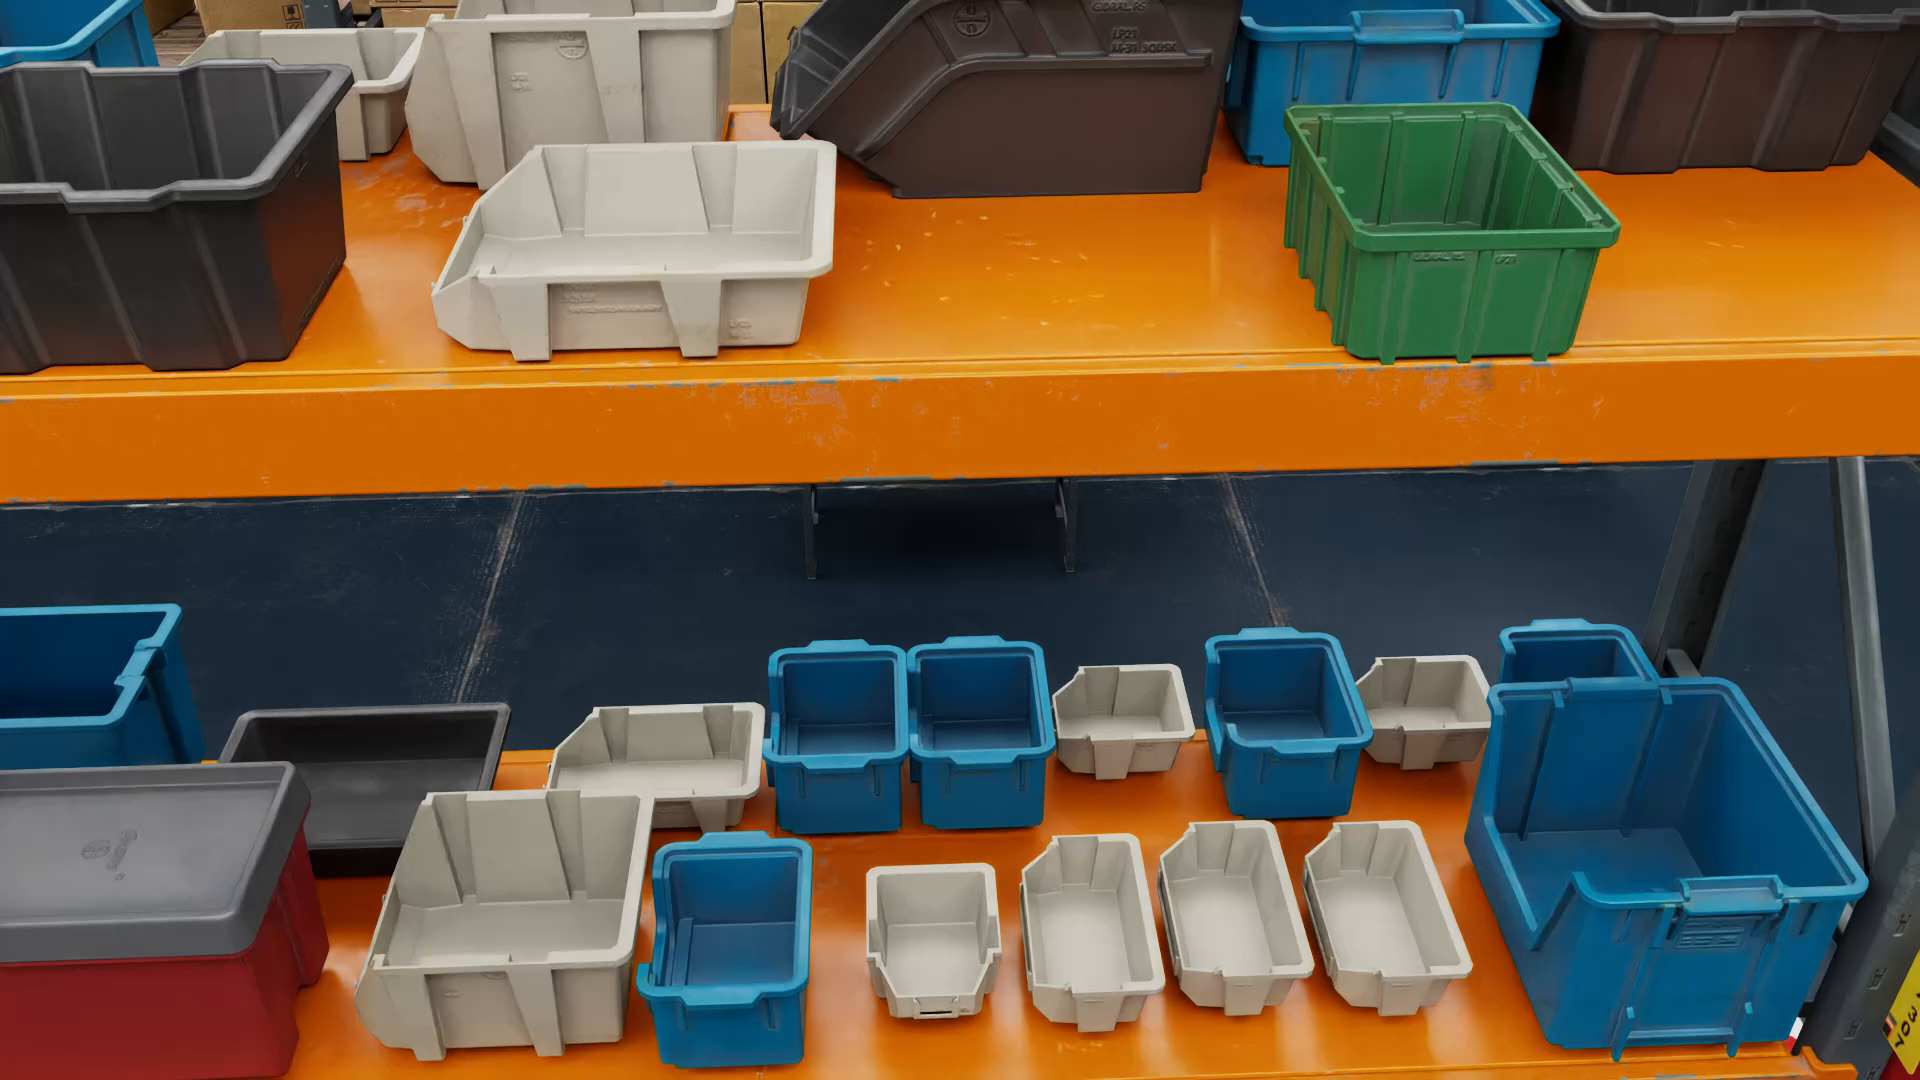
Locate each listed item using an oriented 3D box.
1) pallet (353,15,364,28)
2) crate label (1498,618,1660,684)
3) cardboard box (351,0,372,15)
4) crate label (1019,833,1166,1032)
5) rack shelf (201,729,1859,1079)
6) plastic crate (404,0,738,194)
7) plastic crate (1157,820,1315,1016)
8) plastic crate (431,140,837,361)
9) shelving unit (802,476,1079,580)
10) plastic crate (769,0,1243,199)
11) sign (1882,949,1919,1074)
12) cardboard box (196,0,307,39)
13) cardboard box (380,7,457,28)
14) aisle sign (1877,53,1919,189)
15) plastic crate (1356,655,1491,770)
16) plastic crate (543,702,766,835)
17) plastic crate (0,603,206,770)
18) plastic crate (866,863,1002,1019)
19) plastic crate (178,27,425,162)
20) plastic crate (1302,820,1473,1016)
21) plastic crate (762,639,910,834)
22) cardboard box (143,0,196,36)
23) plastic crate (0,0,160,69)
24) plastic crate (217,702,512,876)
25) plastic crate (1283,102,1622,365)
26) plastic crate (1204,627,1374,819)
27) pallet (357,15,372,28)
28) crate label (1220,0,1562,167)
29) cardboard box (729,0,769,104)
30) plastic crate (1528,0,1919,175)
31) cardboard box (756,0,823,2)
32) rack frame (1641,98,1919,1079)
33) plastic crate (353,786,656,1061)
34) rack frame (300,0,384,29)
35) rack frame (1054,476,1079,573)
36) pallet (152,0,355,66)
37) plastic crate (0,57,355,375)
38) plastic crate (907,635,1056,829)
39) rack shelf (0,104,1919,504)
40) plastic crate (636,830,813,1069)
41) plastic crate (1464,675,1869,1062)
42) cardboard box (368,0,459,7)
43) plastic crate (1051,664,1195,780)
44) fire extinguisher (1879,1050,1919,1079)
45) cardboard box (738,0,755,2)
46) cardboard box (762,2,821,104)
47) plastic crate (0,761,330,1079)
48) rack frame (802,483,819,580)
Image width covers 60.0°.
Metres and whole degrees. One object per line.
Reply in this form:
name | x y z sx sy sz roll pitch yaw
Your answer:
pallet | -4.836 -3.751 11.984 1.213 0.211 1.003 -2 35 -2
crate label | 1.355 0.392 3.642 0.303 0.233 0.416 -2 35 -2
cardboard box | -4.378 -4.167 11.656 0.750 0.750 0.750 -1 35 -1
crate label | 0.244 0.758 3.198 0.243 0.136 0.396 -2 35 -2
rack shelf | -0.381 0.878 3.478 4.000 0.370 1.077 -2 35 -2
plastic crate | -0.611 -0.772 2.698 0.530 0.282 0.437 -2 35 -2
plastic crate | 0.521 0.736 3.229 0.243 0.136 0.396 -2 35 -2
plastic crate | -0.435 -0.400 2.288 0.530 0.136 0.437 -2 35 -2
shelving unit | -0.085 -0.614 6.320 1.048 1.500 0.538 -2 35 -2
plastic crate | 0.078 -0.795 2.681 0.767 0.338 0.504 -2 35 -2
sign | 1.659 0.773 2.853 0.005 0.325 0.100 -2 35 -2
cardboard box | -3.093 -2.508 7.281 0.500 0.500 0.700 -13 37 -18
cardboard box | -2.087 -2.080 7.032 0.500 0.500 0.500 -1 35 -1
aisle sign | 1.675 -0.712 2.858 0.004 0.787 0.394 -2 35 -2
plastic crate | 1.030 0.393 3.725 0.298 0.136 0.250 -2 35 -2
plastic crate | -0.653 0.502 3.568 0.466 0.136 0.293 -2 35 -2
plastic crate | -1.928 0.411 3.481 0.575 0.384 0.392 -2 35 -2
plastic crate | -0.051 0.776 3.171 0.250 0.136 0.298 -2 35 -2
plastic crate | -1.126 -0.740 2.779 0.466 0.136 0.293 -2 35 -2
plastic crate | 0.811 0.737 3.229 0.243 0.136 0.396 -2 35 -2
plastic crate | -0.260 0.435 3.579 0.300 0.233 0.416 -2 35 -2
cardboard box | -3.777 -2.453 7.202 0.500 0.500 0.700 4 35 5
plastic crate | -1.484 -0.735 2.687 0.300 0.233 0.416 -2 35 -2
plastic crate | -1.273 0.541 3.521 0.590 0.125 0.437 -2 35 -2
plastic crate | 0.645 -0.429 2.285 0.336 0.188 0.450 -2 35 -2
plastic crate | 0.697 0.410 3.617 0.300 0.233 0.416 -2 35 -2
pallet | -3.615 -3.785 12.034 1.213 0.211 1.003 -2 35 -2
crate label | 0.680 -0.803 2.769 0.502 0.251 0.408 -2 35 -2
cardboard box | -1.076 -2.108 7.072 0.500 0.500 0.500 -2 35 -2
plastic crate | 1.219 -0.800 2.749 0.590 0.269 0.497 -2 35 -2
cardboard box | -0.581 -2.527 6.799 0.500 0.500 0.500 -1 35 -1
rack frame | 1.617 0.528 3.351 0.127 3.000 1.000 -2 35 -2
plastic crate | -0.845 0.724 3.120 0.530 0.282 0.437 -2 35 -2
rack frame | -2.609 -2.180 7.264 0.127 3.000 1.000 -2 35 -2
rack frame | 0.423 -0.628 6.340 0.032 1.500 0.500 -2 35 -2
pallet | -3.413 -2.141 7.377 1.213 0.211 1.003 -2 35 -2
plastic crate | -1.125 -0.421 2.202 0.590 0.269 0.497 -2 35 -2
plastic crate | 0.040 0.427 3.591 0.300 0.233 0.416 -2 35 -2
rack shelf | -0.381 -0.356 2.624 4.000 0.370 1.077 -2 35 -2
plastic crate | -0.422 0.773 3.091 0.300 0.233 0.416 -2 35 -2
plastic crate | 1.291 0.604 3.157 0.499 0.435 0.616 -2 35 -2
cardboard box | -2.125 -2.485 6.738 0.500 0.500 0.500 -1 35 -1
plastic crate | 0.353 0.411 3.699 0.298 0.136 0.250 -2 35 -2
fire extinguisher | 1.789 0.968 3.112 0.183 0.674 0.296 -2 35 -2
cardboard box | -1.096 -2.513 6.778 0.500 0.500 0.500 -3 35 -4
cardboard box | -0.568 -2.122 7.093 0.500 0.500 0.500 -2 35 -3
plastic crate | -1.475 0.703 2.989 0.583 0.464 0.402 -2 35 -2
rack frame | -0.593 -0.601 6.300 0.032 1.500 0.500 -2 35 -2
